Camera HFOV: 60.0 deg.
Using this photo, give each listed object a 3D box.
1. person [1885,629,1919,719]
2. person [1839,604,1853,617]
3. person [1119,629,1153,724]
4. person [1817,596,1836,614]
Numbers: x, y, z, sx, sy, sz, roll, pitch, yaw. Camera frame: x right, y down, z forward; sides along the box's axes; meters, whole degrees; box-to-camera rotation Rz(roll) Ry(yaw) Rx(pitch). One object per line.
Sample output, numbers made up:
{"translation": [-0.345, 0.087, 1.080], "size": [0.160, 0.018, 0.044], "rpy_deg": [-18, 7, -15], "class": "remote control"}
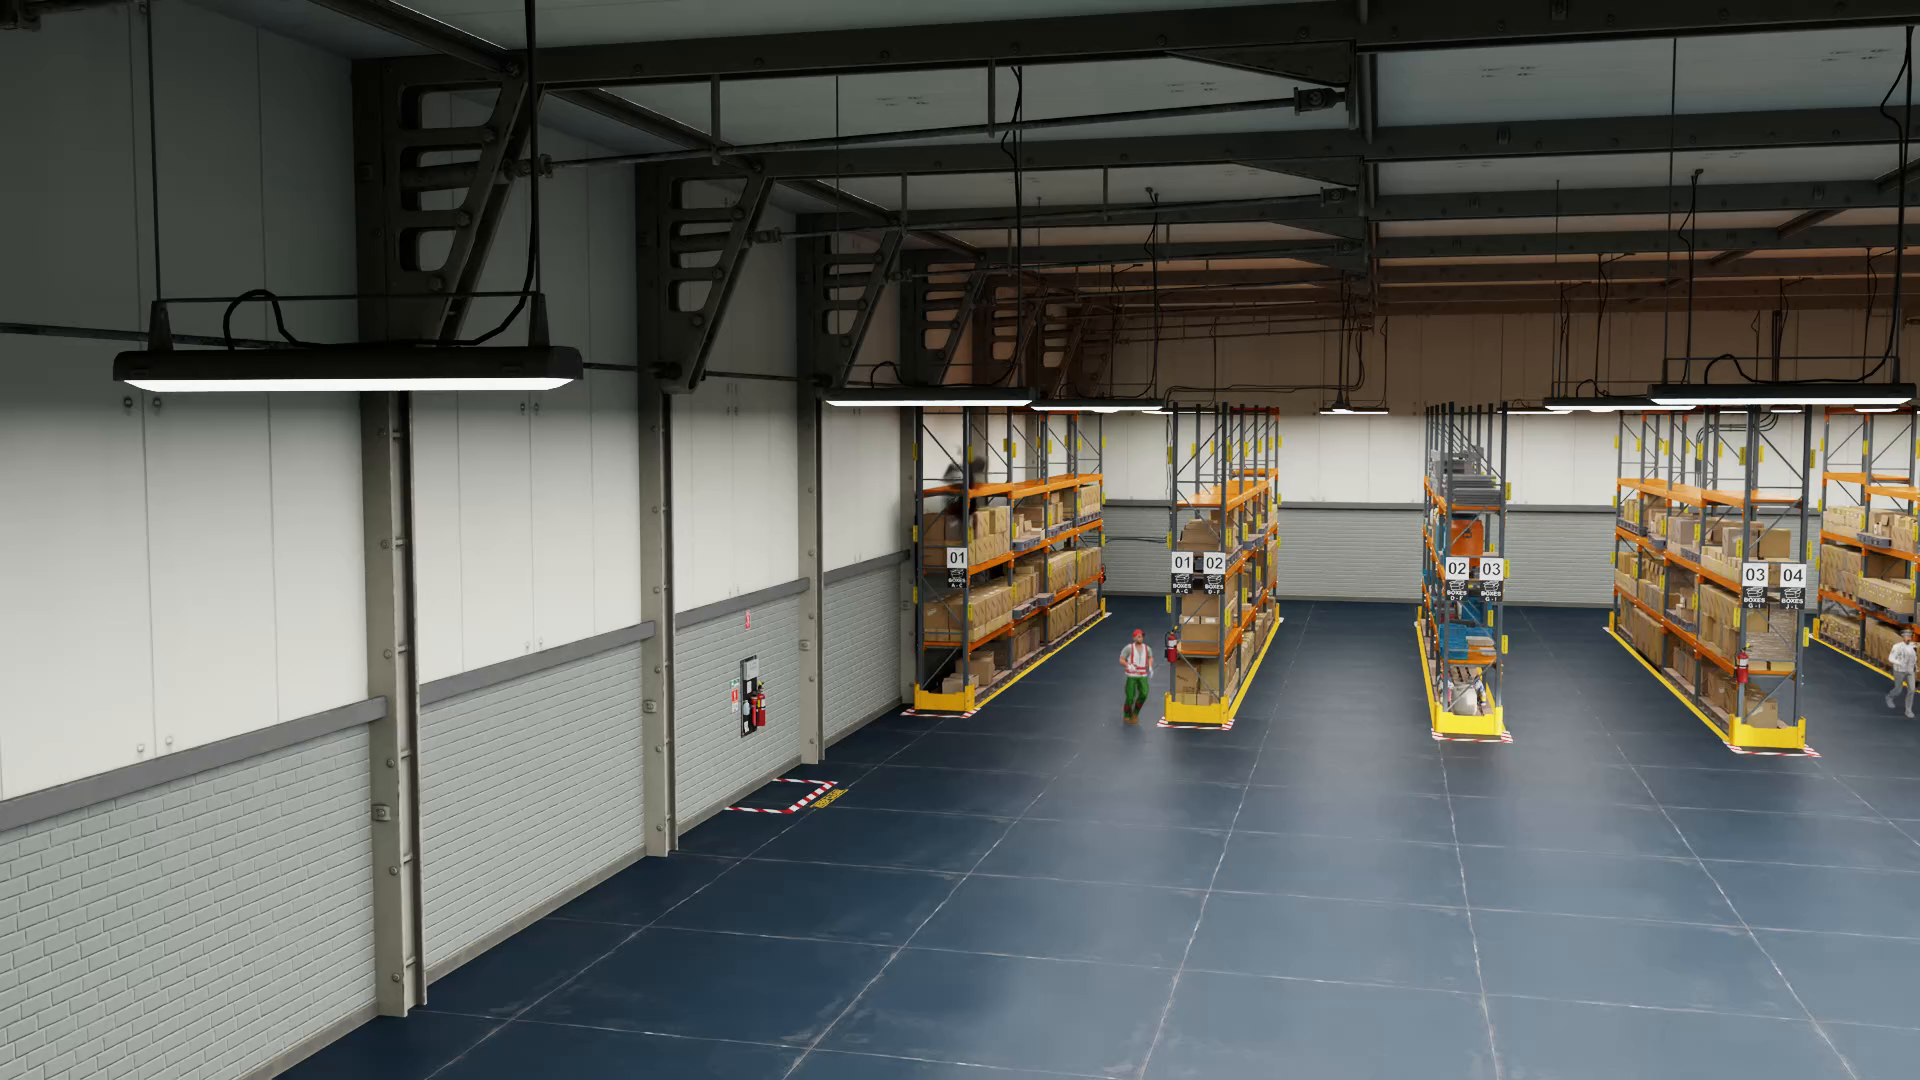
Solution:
{"translation": [18.118, 2.525, 31.941], "size": [0.600, 1.681, 0.892], "rpy_deg": [0, 4, 5], "class": "person"}
{"translation": [23.778, 1.637, 44.401], "size": [0.603, 1.631, 0.588], "rpy_deg": [0, 4, 4], "class": "person"}
{"translation": [3.309, 2.547, 30.956], "size": [0.692, 1.761, 0.601], "rpy_deg": [-1, 4, -11], "class": "person"}
{"translation": [23.016, 1.684, 44.072], "size": [0.524, 1.576, 0.586], "rpy_deg": [1, 4, 13], "class": "person"}
